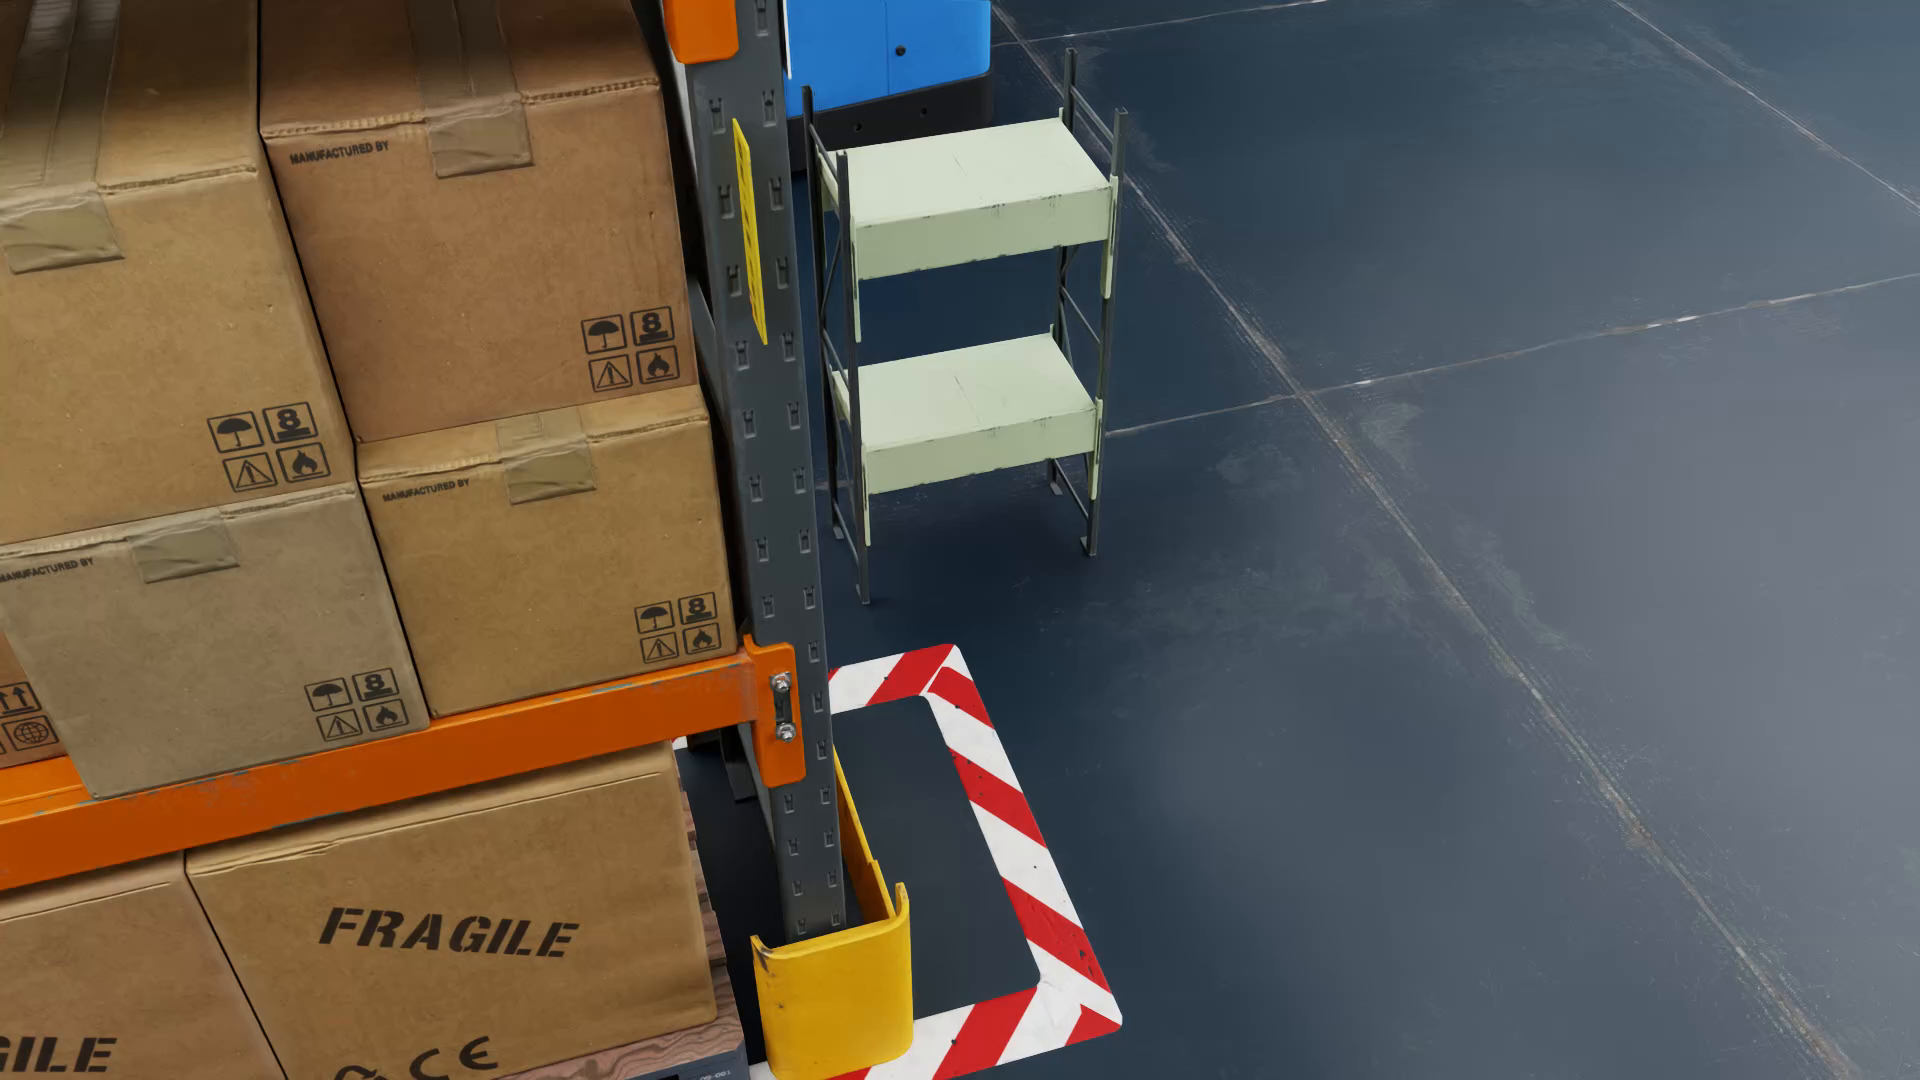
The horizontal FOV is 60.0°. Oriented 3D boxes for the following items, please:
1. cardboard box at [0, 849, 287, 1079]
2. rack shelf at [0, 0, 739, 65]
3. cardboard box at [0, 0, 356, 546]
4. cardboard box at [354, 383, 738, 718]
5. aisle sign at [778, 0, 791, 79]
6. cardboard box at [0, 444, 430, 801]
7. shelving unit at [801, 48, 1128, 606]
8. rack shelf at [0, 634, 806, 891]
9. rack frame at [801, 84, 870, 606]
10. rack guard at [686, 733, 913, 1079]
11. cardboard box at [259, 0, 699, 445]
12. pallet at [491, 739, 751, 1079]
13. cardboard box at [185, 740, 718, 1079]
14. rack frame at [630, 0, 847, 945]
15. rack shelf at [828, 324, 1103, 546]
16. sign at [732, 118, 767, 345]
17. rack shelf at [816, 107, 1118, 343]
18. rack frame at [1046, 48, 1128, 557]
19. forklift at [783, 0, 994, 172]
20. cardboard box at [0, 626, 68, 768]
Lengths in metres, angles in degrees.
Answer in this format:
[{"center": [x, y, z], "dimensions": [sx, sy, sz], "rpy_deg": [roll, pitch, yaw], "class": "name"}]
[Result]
[{"center": [-1.921, 0.730, 3.430], "dimensions": [0.875, 0.875, 0.875], "rpy_deg": [-12, 43, -14], "class": "cardboard box"}, {"center": [-2.363, -0.726, 2.068], "dimensions": [4.000, 0.370, 1.077], "rpy_deg": [-12, 42, -13], "class": "rack shelf"}, {"center": [-1.318, -0.510, 2.619], "dimensions": [0.550, 0.550, 0.875], "rpy_deg": [-12, 42, -13], "class": "cardboard box"}, {"center": [-0.796, -0.217, 3.104], "dimensions": [0.550, 0.550, 0.875], "rpy_deg": [-12, 42, -13], "class": "cardboard box"}, {"center": [-0.297, -1.067, 2.216], "dimensions": [0.004, 0.787, 0.394], "rpy_deg": [-12, 42, -13], "class": "aisle sign"}, {"center": [-1.314, -0.095, 2.964], "dimensions": [0.550, 0.550, 0.875], "rpy_deg": [-12, 42, -13], "class": "cardboard box"}, {"center": [0.006, -0.566, 4.758], "dimensions": [0.755, 1.500, 0.431], "rpy_deg": [-12, 42, -13], "class": "shelving unit"}, {"center": [-2.363, 0.404, 3.055], "dimensions": [4.000, 0.370, 1.077], "rpy_deg": [-12, 42, -13], "class": "rack shelf"}, {"center": [-0.343, -0.494, 4.675], "dimensions": [0.023, 1.500, 0.400], "rpy_deg": [-12, 42, -13], "class": "rack frame"}, {"center": [-0.432, 0.674, 4.098], "dimensions": [0.348, 0.500, 1.175], "rpy_deg": [-12, 42, -13], "class": "rack guard"}, {"center": [-0.821, -0.676, 2.810], "dimensions": [0.550, 0.550, 0.875], "rpy_deg": [-12, 42, -13], "class": "cardboard box"}, {"center": [-1.194, 0.995, 3.951], "dimensions": [1.213, 0.211, 1.003], "rpy_deg": [-12, 42, -13], "class": "pallet"}, {"center": [-1.082, 0.555, 3.630], "dimensions": [0.875, 0.875, 0.875], "rpy_deg": [-11, 42, -13], "class": "cardboard box"}, {"center": [-0.455, -0.262, 3.270], "dimensions": [0.127, 3.000, 1.000], "rpy_deg": [-12, 42, -13], "class": "rack frame"}, {"center": [0.006, -0.321, 4.973], "dimensions": [0.720, 0.370, 0.431], "rpy_deg": [-12, 42, -13], "class": "rack shelf"}, {"center": [-0.305, -0.444, 2.419], "dimensions": [0.005, 0.325, 0.100], "rpy_deg": [-12, 42, -13], "class": "sign"}, {"center": [0.006, -0.860, 4.501], "dimensions": [0.720, 0.370, 0.431], "rpy_deg": [-12, 42, -13], "class": "rack shelf"}, {"center": [0.355, -0.638, 4.841], "dimensions": [0.023, 1.500, 0.400], "rpy_deg": [-12, 42, -13], "class": "rack frame"}, {"center": [-0.966, -3.592, 7.134], "dimensions": [1.130, 2.935, 3.031], "rpy_deg": [-18, 44, -20], "class": "forklift"}, {"center": [-1.885, -0.063, 2.928], "dimensions": [0.550, 0.550, 0.875], "rpy_deg": [-12, 42, -13], "class": "cardboard box"}]
